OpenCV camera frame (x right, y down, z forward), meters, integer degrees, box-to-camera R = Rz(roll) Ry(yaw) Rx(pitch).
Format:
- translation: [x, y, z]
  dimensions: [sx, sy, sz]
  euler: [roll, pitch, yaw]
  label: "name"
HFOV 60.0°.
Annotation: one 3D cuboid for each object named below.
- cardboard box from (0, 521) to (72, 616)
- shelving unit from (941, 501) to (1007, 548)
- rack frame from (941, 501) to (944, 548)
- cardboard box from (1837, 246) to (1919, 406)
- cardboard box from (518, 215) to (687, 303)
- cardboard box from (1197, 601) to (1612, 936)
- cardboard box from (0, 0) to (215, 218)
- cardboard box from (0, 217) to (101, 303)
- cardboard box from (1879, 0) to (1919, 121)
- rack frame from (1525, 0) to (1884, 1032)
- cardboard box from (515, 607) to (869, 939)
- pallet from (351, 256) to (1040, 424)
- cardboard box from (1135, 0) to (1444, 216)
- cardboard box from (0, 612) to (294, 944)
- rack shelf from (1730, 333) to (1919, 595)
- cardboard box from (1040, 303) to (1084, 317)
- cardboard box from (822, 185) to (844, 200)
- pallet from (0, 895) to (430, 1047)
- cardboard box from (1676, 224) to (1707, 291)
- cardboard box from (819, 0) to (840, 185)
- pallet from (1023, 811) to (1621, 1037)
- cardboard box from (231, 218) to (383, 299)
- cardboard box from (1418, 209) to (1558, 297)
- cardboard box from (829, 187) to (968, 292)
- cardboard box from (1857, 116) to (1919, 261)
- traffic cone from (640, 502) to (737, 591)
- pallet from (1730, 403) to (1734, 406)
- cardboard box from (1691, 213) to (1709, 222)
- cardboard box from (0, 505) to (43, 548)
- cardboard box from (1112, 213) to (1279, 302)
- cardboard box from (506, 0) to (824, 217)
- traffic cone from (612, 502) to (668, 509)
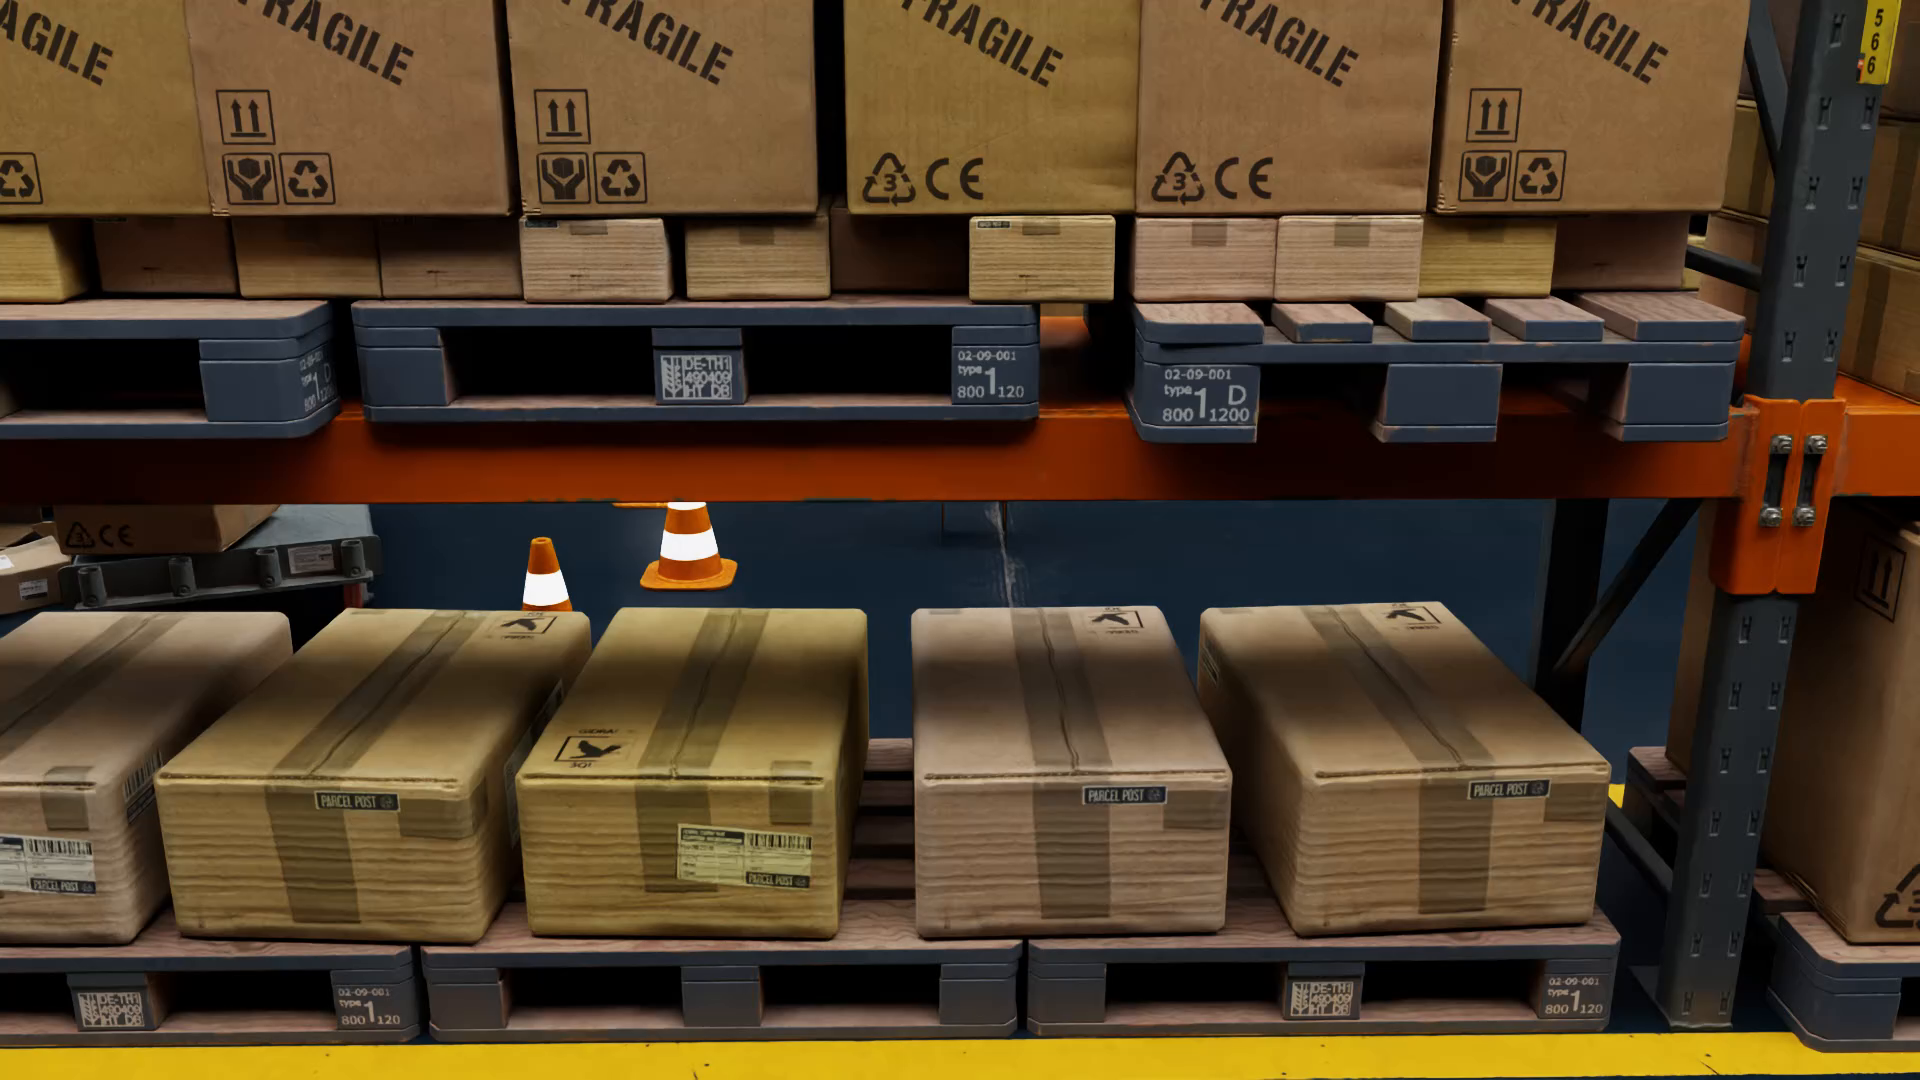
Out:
- translation: [-3.337, 0.096, 5.813]
  dimensions: [0.396, 0.266, 0.258]
  euler: [-15, 23, -39]
  label: "cardboard box"
- translation: [0.053, -0.500, 6.388]
  dimensions: [0.252, 1.050, 0.215]
  euler: [0, 18, -1]
  label: "shelving unit"
- translation: [-0.068, -0.500, 6.386]
  dimensions: [0.008, 1.050, 0.200]
  euler: [0, 18, -1]
  label: "rack frame"
- translation: [2.004, -0.427, 3.215]
  dimensions: [0.500, 0.250, 0.500]
  euler: [-1, 18, -2]
  label: "cardboard box"
- translation: [-0.628, -0.538, 3.039]
  dimensions: [0.250, 0.149, 0.380]
  euler: [0, 18, 1]
  label: "cardboard box"
- translation: [0.945, 0.478, 3.763]
  dimensions: [0.625, 0.372, 0.950]
  euler: [-1, 18, -5]
  label: "cardboard box"
- translation: [-1.515, -0.861, 2.981]
  dimensions: [0.500, 0.500, 0.500]
  euler: [0, 18, -1]
  label: "cardboard box"
- translation: [-1.682, -0.539, 3.041]
  dimensions: [0.250, 0.149, 0.380]
  euler: [0, 18, 0]
  label: "cardboard box"
- translation: [2.007, -1.025, 3.031]
  dimensions: [0.500, 0.500, 0.500]
  euler: [-1, 18, -3]
  label: "cardboard box"
- translation: [1.510, -0.573, 3.424]
  dimensions: [0.127, 3.000, 1.000]
  euler: [0, 18, -1]
  label: "rack frame"
- translation: [-0.551, 0.486, 3.738]
  dimensions: [0.625, 0.372, 0.950]
  euler: [0, 18, 1]
  label: "cardboard box"
- translation: [-0.468, -0.460, 3.385]
  dimensions: [1.213, 0.211, 1.003]
  euler: [0, 18, -1]
  label: "pallet"
- translation: [0.544, -0.870, 3.010]
  dimensions: [0.500, 0.500, 0.500]
  euler: [-1, 18, -2]
  label: "cardboard box"
- translation: [-1.965, 0.494, 3.712]
  dimensions: [0.625, 0.372, 0.950]
  euler: [0, 18, 0]
  label: "cardboard box"
- translation: [3.510, -0.240, 3.564]
  dimensions: [4.000, 0.370, 1.077]
  euler: [0, 18, -1]
  label: "rack shelf"
- translation: [0.721, -1.238, 8.492]
  dimensions: [0.750, 0.750, 1.050]
  euler: [-1, 18, -2]
  label: "cardboard box"
- translation: [-0.172, -0.697, 3.534]
  dimensions: [0.250, 0.149, 0.380]
  euler: [0, 18, 1]
  label: "cardboard box"
- translation: [-1.711, 0.770, 3.803]
  dimensions: [1.213, 0.211, 1.003]
  euler: [0, 18, -1]
  label: "pallet"
- translation: [3.548, -1.385, 8.130]
  dimensions: [0.500, 0.250, 0.500]
  euler: [-1, 18, -3]
  label: "cardboard box"
- translation: [-0.495, -1.022, 3.484]
  dimensions: [0.500, 0.500, 0.500]
  euler: [-1, 18, -3]
  label: "cardboard box"
- translation: [0.729, 0.758, 3.840]
  dimensions: [1.213, 0.211, 1.003]
  euler: [0, 18, -1]
  label: "pallet"
- translation: [-1.142, -0.552, 3.082]
  dimensions: [0.250, 0.149, 0.380]
  euler: [0, 18, 0]
  label: "cardboard box"
- translation: [0.919, -0.557, 3.097]
  dimensions: [0.250, 0.149, 0.380]
  euler: [0, 18, 0]
  label: "cardboard box"
- translation: [-0.112, -0.575, 3.153]
  dimensions: [0.250, 0.149, 0.380]
  euler: [0, 18, 0]
  label: "cardboard box"
- translation: [2.021, -0.667, 3.143]
  dimensions: [0.500, 0.250, 0.500]
  euler: [0, 18, -1]
  label: "cardboard box"
- translation: [-0.997, -0.086, 6.060]
  dimensions: [0.334, 0.463, 0.336]
  euler: [0, 18, -1]
  label: "traffic cone"
- translation: [3.329, -0.765, 8.587]
  dimensions: [1.213, 0.211, 1.003]
  euler: [0, 18, -1]
  label: "pallet"
- translation: [4.055, -1.545, 8.629]
  dimensions: [0.500, 0.250, 0.500]
  euler: [0, 18, 1]
  label: "cardboard box"
- translation: [-3.837, -0.199, 6.123]
  dimensions: [0.503, 0.637, 0.797]
  euler: [0, 18, -1]
  label: "cardboard box"
- translation: [0.416, -0.543, 3.054]
  dimensions: [0.250, 0.149, 0.380]
  euler: [-1, 18, -3]
  label: "cardboard box"
- translation: [-0.507, -0.865, 2.994]
  dimensions: [0.500, 0.500, 0.500]
  euler: [-1, 18, -3]
  label: "cardboard box"
- translation: [-1.303, -0.403, 7.045]
  dimensions: [0.334, 0.463, 0.336]
  euler: [0, 18, -1]
  label: "traffic cone"
